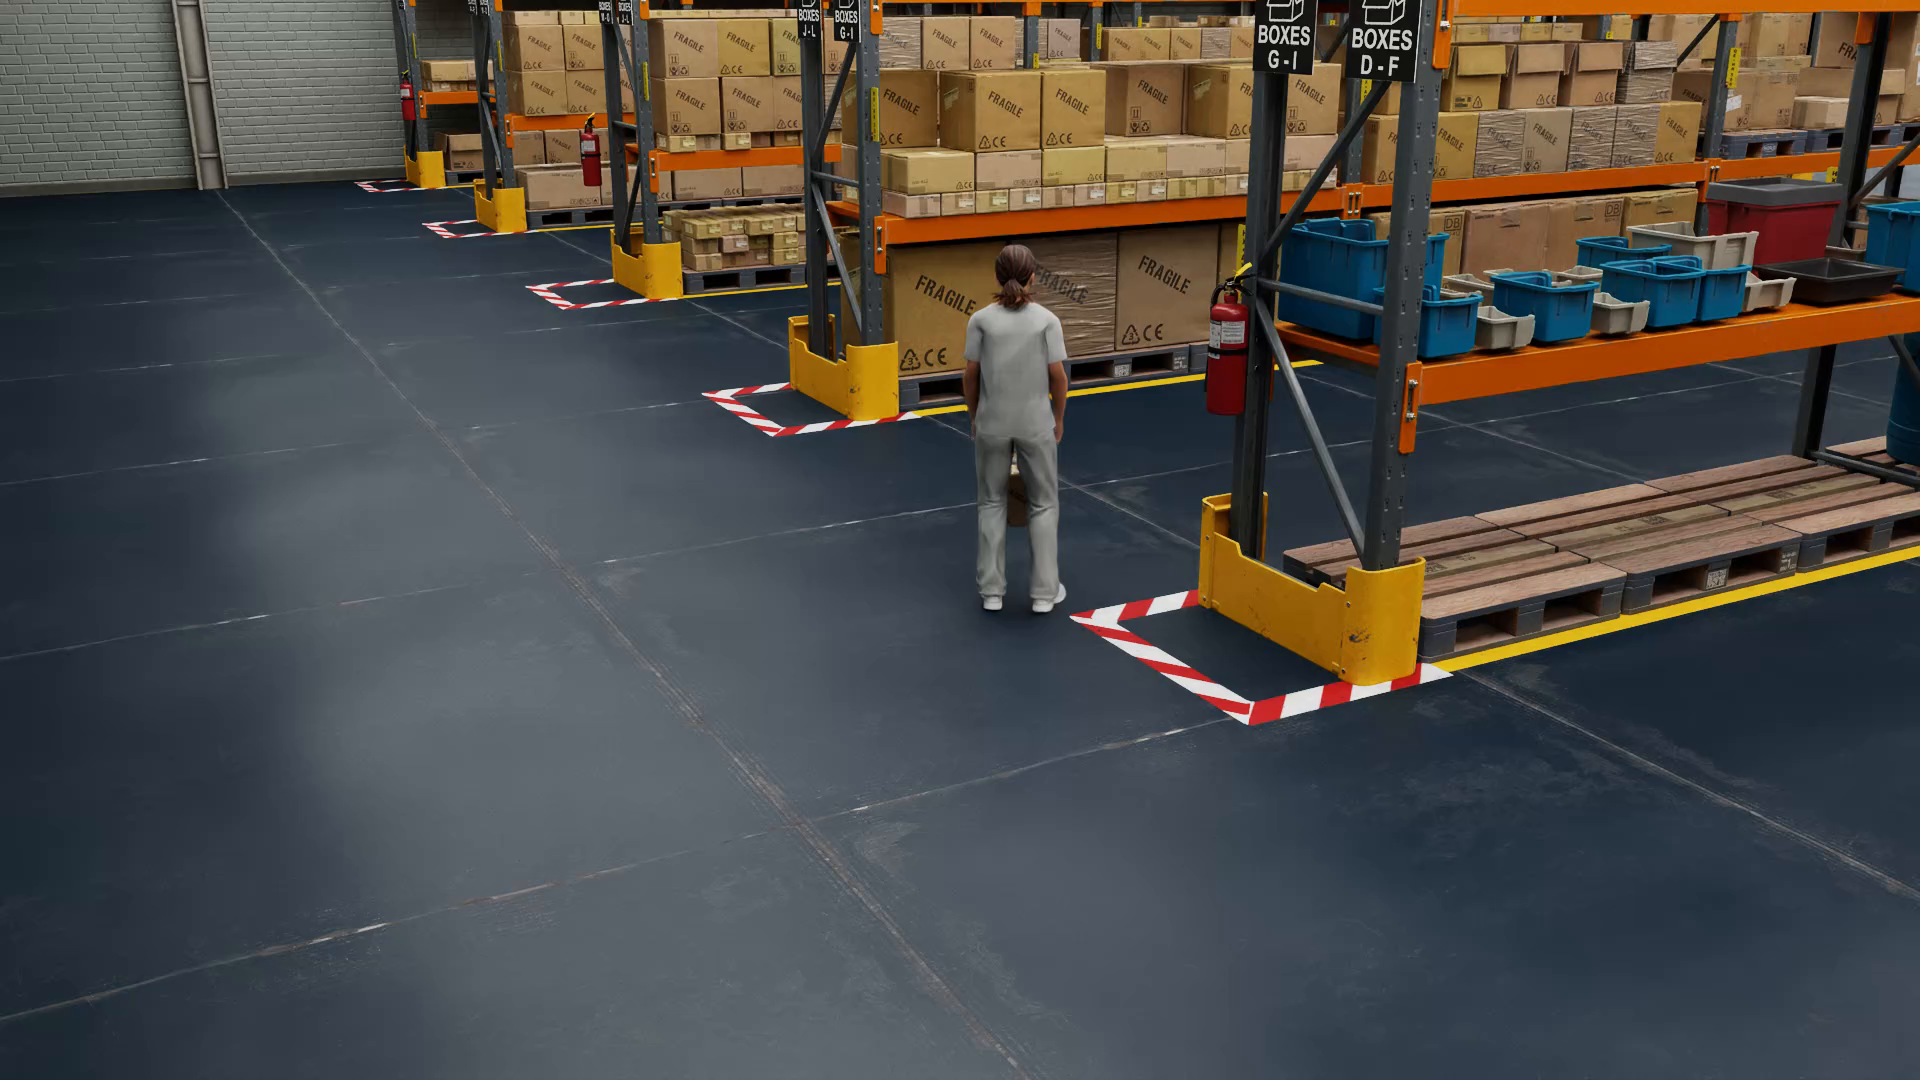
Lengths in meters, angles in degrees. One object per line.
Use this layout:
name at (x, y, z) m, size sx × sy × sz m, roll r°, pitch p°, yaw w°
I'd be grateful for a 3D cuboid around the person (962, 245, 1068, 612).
person at (0.252, -0.495, 7.534) m, size 0.476 × 1.675 × 0.363 m, roll 2°, pitch 19°, yaw 7°
